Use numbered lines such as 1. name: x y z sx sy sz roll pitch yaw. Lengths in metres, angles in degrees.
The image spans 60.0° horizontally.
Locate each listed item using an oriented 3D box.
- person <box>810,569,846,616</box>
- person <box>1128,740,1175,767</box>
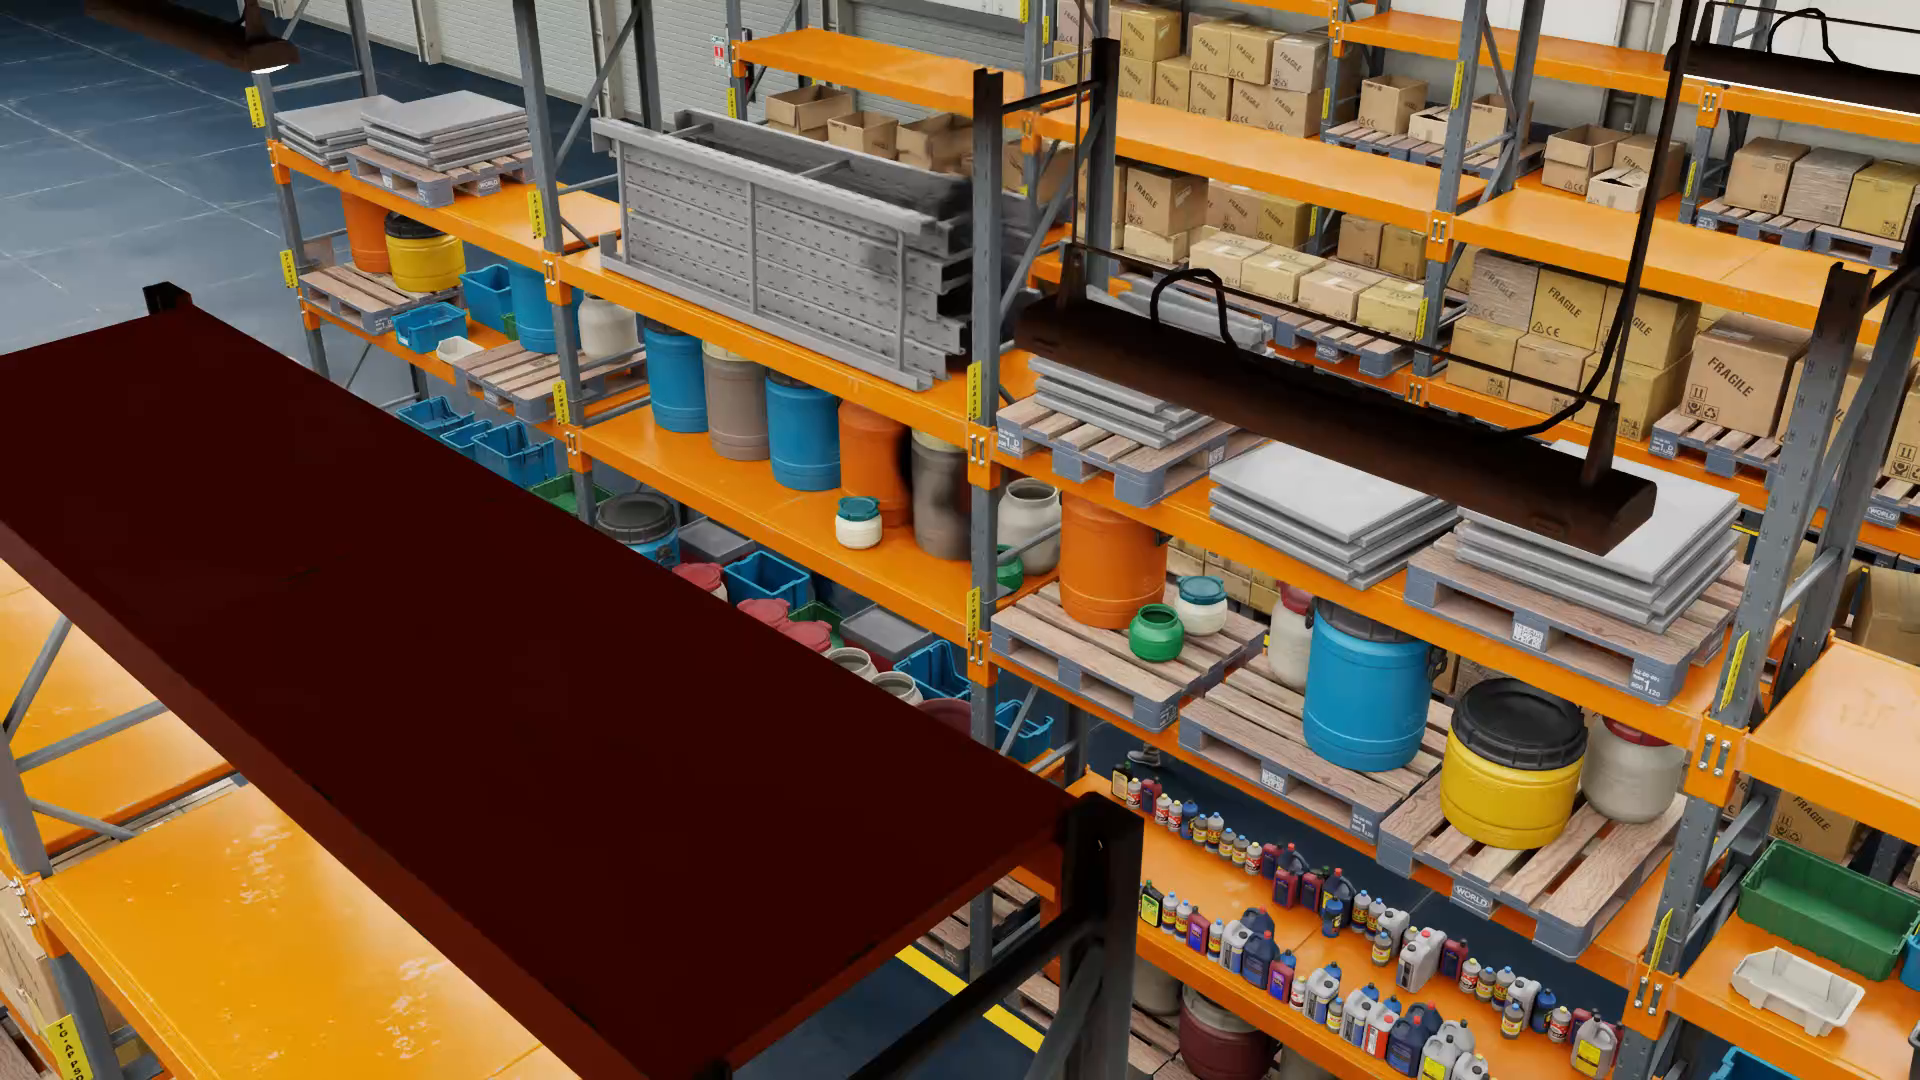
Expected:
1. person: -1.128 0.220 14.190 0.783 1.630 0.518 23 37 35
2. person: 1.514 1.061 12.711 0.584 1.640 0.598 19 34 30
